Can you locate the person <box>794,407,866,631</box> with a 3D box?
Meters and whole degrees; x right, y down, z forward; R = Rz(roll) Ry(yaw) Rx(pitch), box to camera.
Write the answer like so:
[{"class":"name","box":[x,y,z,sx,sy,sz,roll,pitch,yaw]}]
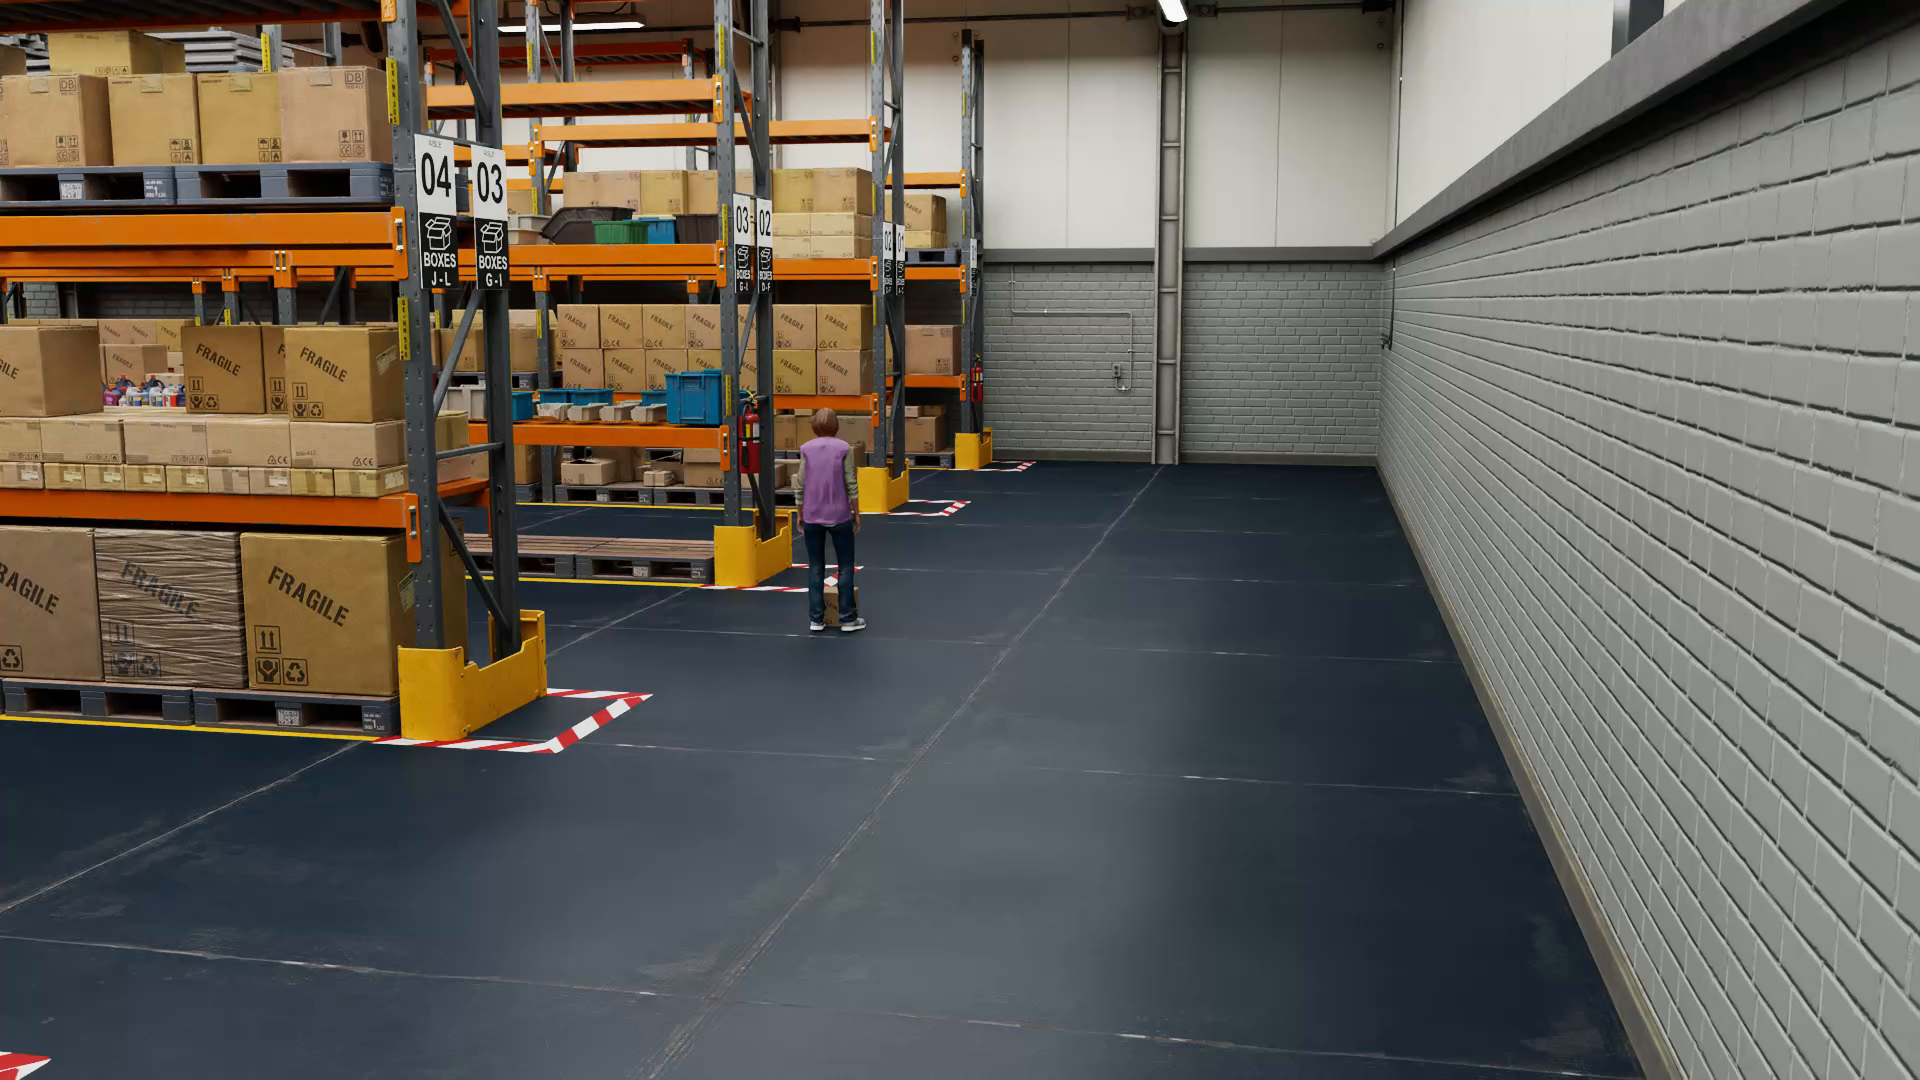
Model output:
[{"class":"person","box":[-0.937,-0.143,11.856,0.485,1.594,0.341,1,8,8]}]
